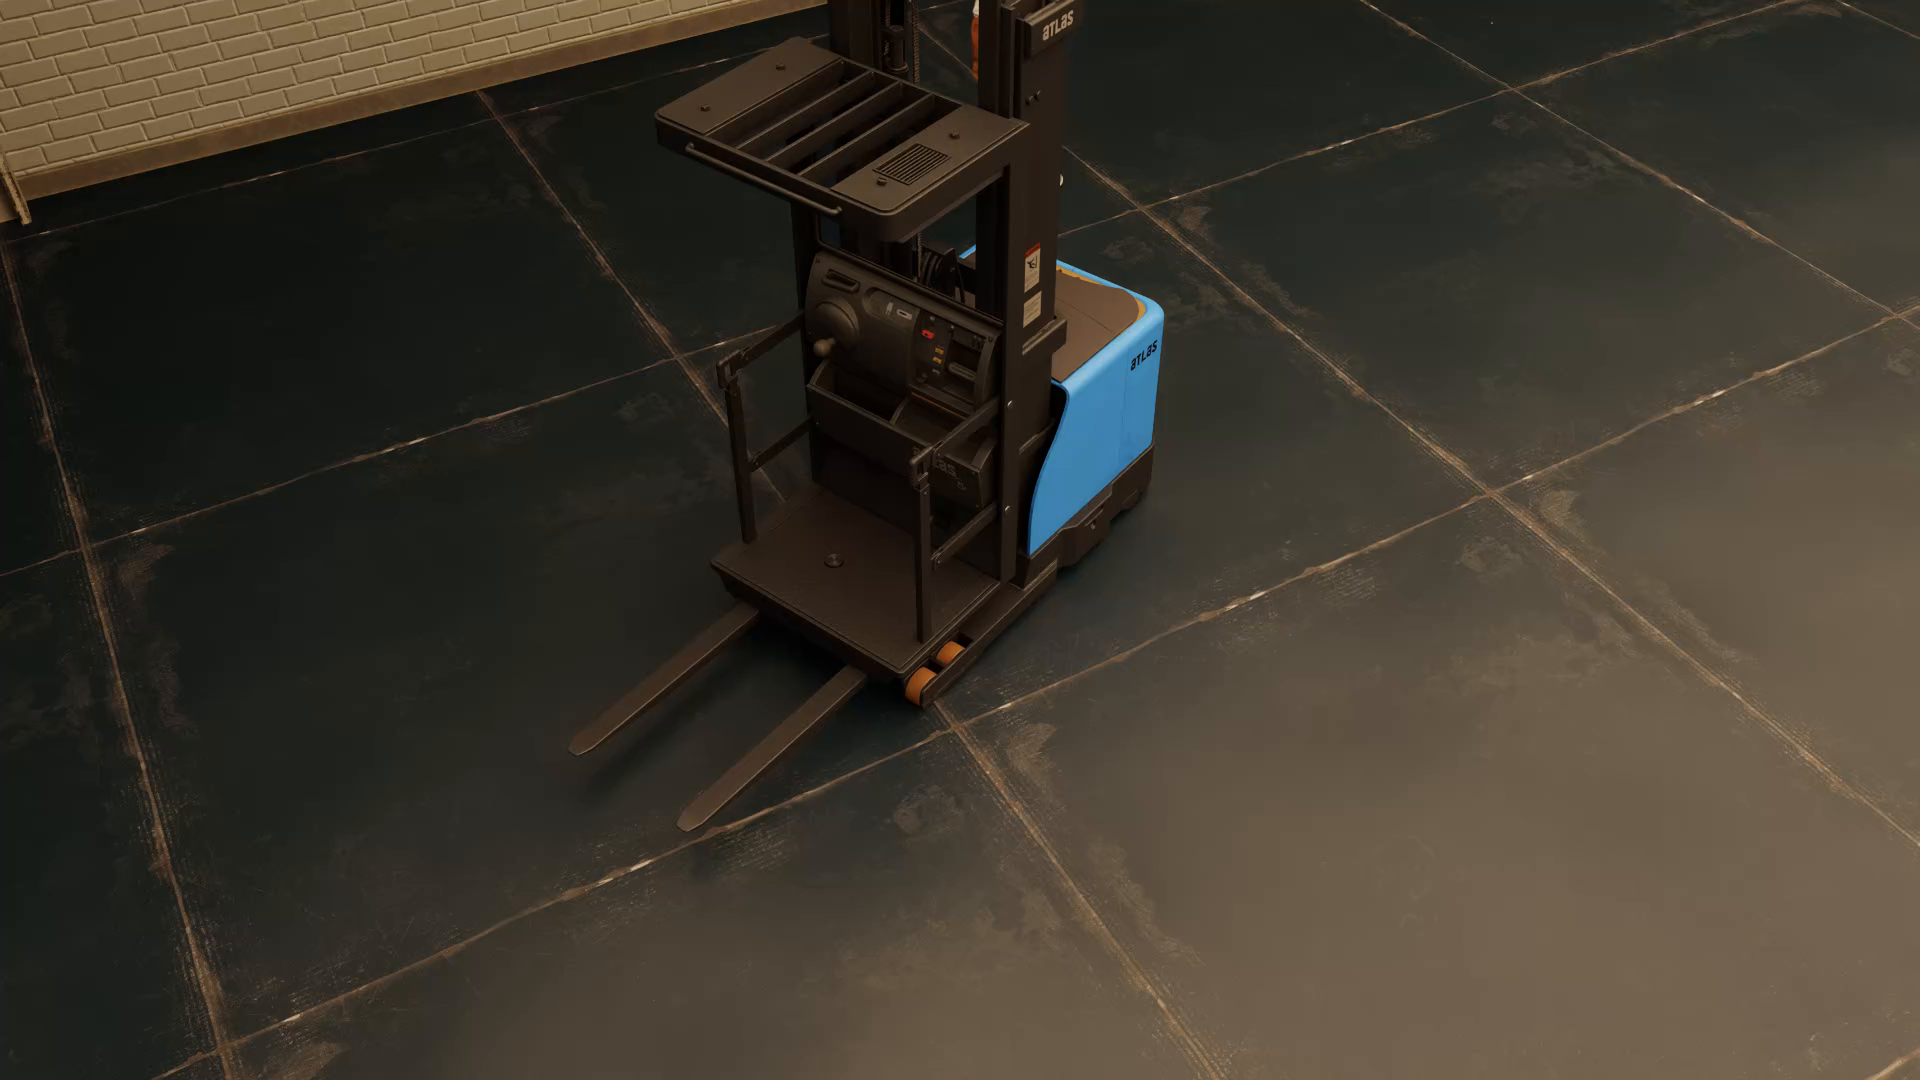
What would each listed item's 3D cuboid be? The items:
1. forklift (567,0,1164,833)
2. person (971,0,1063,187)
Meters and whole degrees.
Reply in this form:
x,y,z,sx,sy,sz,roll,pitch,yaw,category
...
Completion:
x,y,z,sx,sy,sz,roll,pitch,yaw,category
-0.375,-0.749,6.505,1.130,2.935,3.031,28,50,27,forklift
0.345,-2.768,9.616,0.562,1.665,0.471,3,43,3,person
